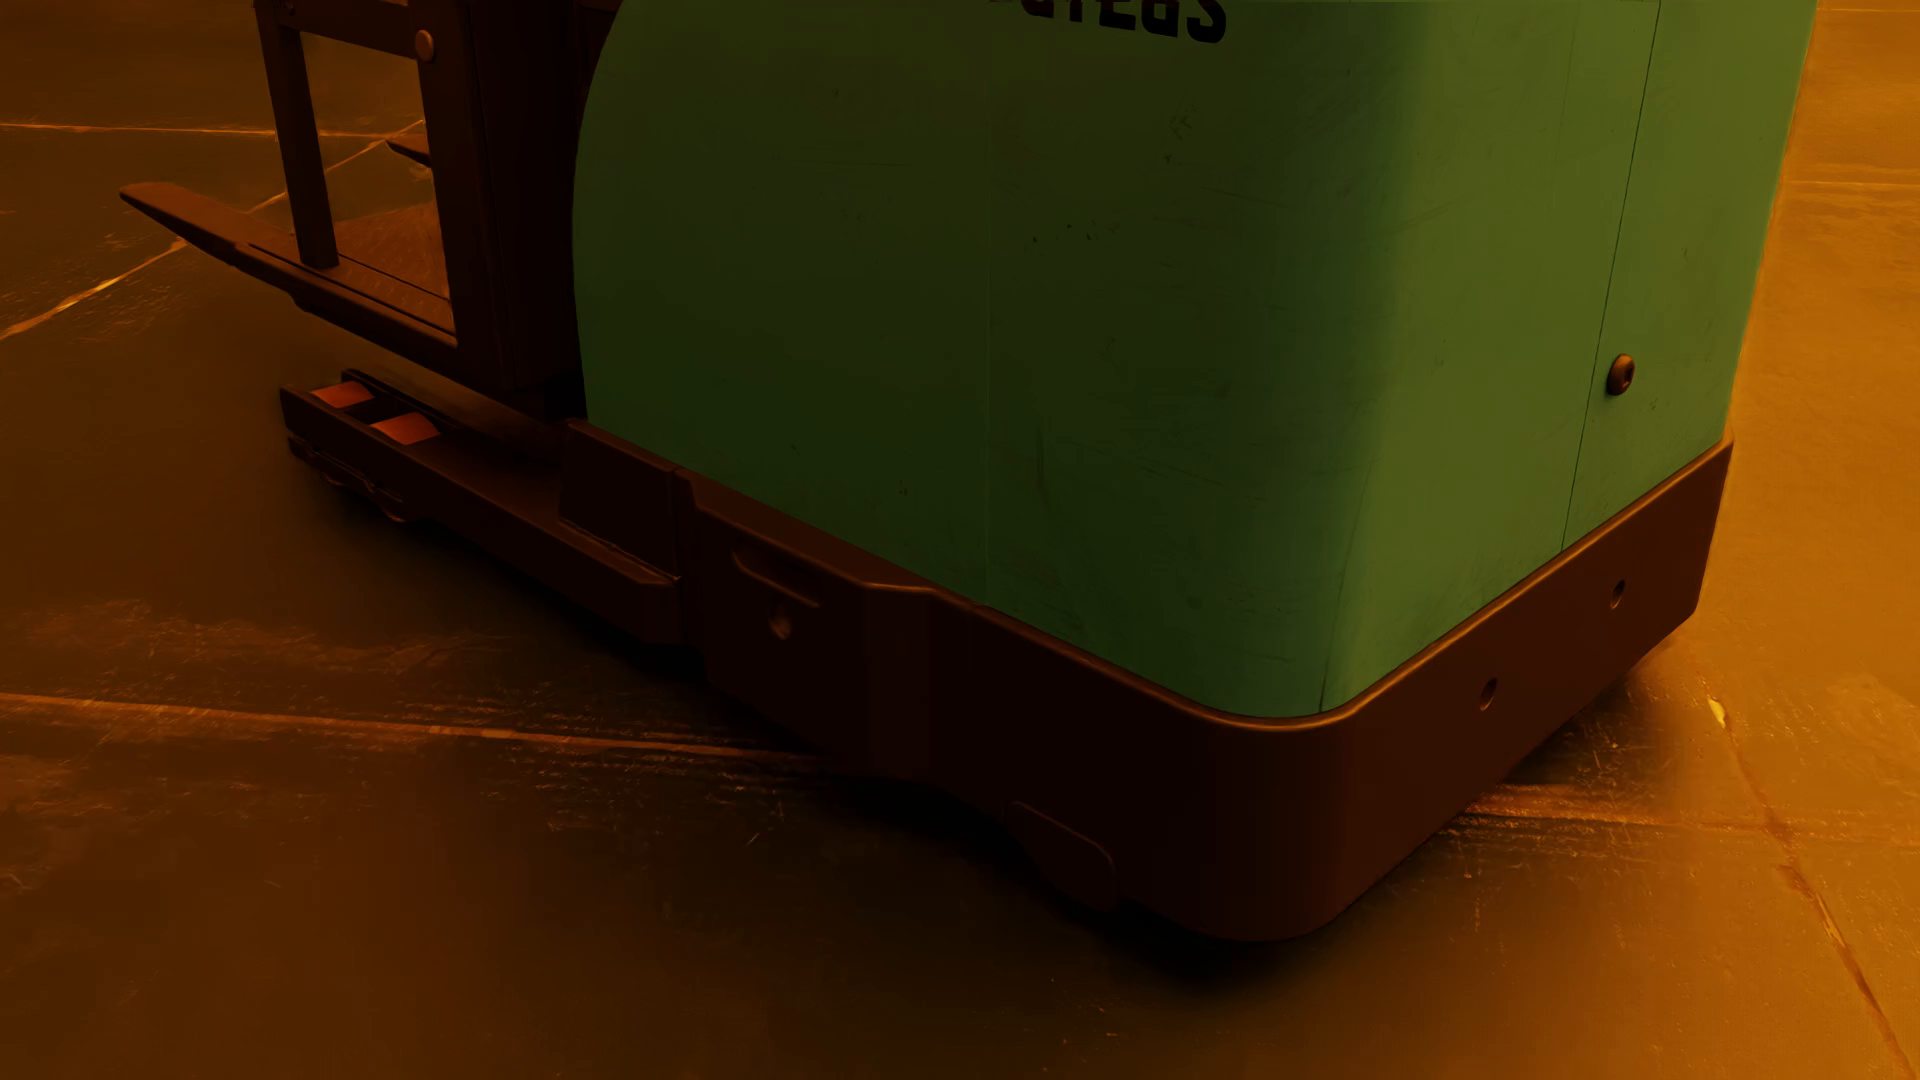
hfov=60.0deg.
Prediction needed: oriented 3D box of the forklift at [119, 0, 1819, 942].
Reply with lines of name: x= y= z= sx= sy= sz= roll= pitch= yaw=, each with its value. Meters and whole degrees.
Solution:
forklift: x=-0.439 y=-1.485 z=2.193 sx=3.031 sy=2.935 sz=1.130 roll=23 pitch=35 yaw=39
